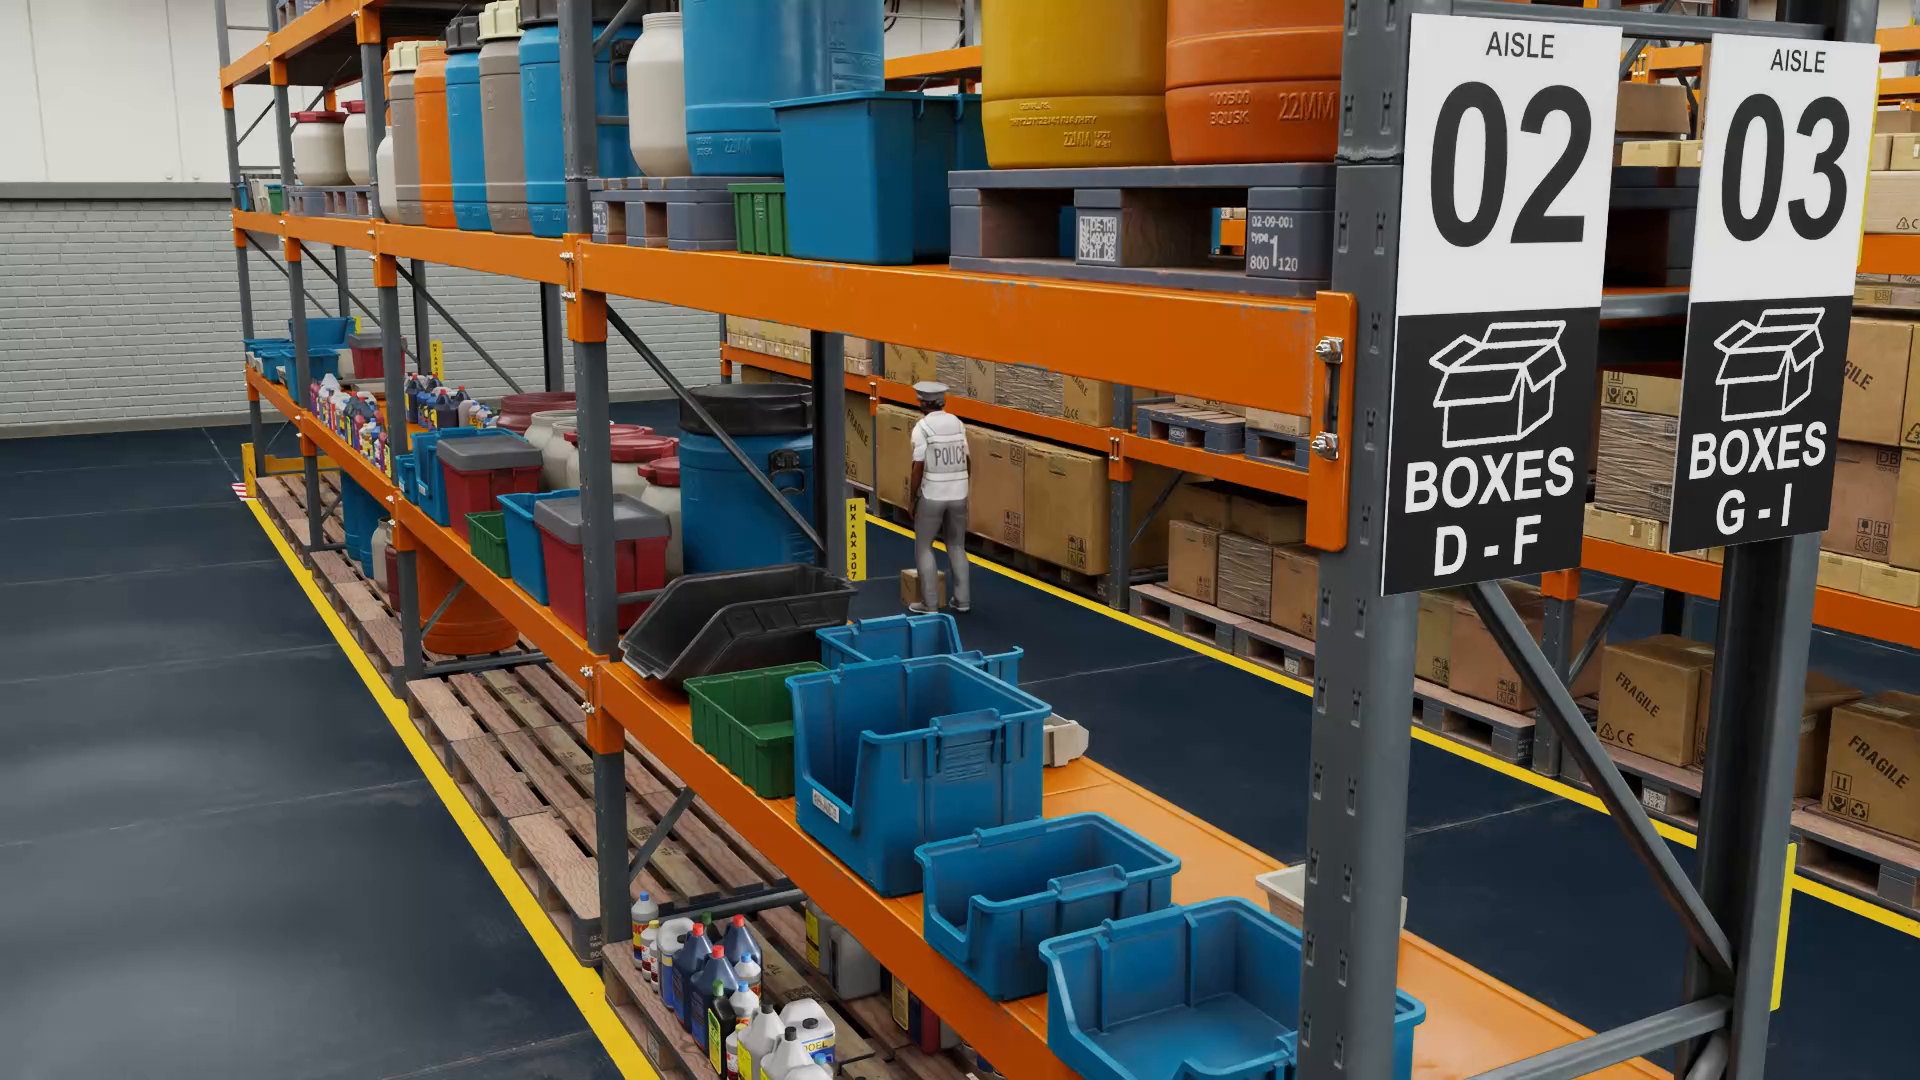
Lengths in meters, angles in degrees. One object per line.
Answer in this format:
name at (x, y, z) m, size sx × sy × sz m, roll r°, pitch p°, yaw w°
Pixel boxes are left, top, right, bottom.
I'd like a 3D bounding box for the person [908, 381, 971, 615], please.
person at (-0.142, -0.290, 11.855) m, size 0.513 × 1.656 × 0.396 m, roll -7°, pitch 14°, yaw -30°
